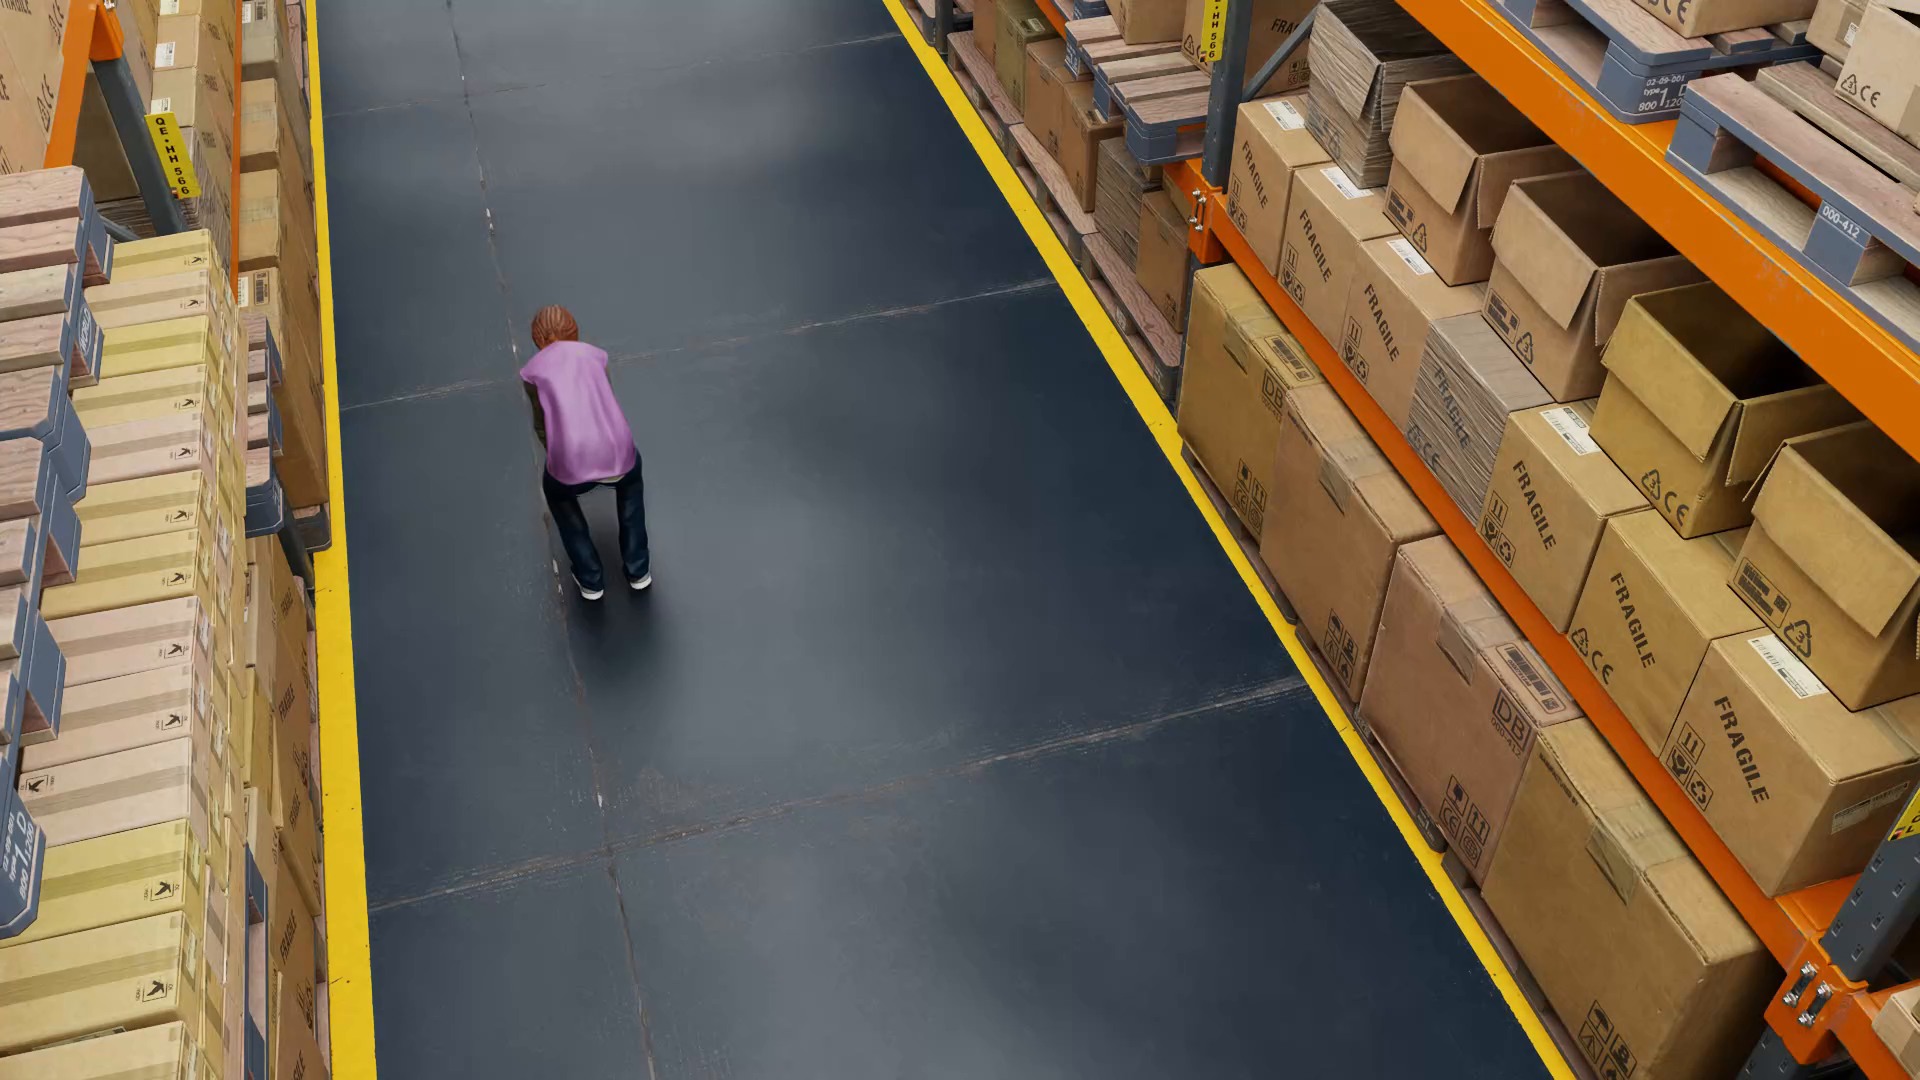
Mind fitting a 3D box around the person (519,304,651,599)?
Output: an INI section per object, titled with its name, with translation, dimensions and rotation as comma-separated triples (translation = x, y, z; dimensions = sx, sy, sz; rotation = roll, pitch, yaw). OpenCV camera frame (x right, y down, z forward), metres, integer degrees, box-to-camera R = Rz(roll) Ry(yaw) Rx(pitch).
[person]
translation = -1.550, -0.342, 6.922
dimensions = 0.407, 1.075, 0.849
rotation = -14, 45, -14
